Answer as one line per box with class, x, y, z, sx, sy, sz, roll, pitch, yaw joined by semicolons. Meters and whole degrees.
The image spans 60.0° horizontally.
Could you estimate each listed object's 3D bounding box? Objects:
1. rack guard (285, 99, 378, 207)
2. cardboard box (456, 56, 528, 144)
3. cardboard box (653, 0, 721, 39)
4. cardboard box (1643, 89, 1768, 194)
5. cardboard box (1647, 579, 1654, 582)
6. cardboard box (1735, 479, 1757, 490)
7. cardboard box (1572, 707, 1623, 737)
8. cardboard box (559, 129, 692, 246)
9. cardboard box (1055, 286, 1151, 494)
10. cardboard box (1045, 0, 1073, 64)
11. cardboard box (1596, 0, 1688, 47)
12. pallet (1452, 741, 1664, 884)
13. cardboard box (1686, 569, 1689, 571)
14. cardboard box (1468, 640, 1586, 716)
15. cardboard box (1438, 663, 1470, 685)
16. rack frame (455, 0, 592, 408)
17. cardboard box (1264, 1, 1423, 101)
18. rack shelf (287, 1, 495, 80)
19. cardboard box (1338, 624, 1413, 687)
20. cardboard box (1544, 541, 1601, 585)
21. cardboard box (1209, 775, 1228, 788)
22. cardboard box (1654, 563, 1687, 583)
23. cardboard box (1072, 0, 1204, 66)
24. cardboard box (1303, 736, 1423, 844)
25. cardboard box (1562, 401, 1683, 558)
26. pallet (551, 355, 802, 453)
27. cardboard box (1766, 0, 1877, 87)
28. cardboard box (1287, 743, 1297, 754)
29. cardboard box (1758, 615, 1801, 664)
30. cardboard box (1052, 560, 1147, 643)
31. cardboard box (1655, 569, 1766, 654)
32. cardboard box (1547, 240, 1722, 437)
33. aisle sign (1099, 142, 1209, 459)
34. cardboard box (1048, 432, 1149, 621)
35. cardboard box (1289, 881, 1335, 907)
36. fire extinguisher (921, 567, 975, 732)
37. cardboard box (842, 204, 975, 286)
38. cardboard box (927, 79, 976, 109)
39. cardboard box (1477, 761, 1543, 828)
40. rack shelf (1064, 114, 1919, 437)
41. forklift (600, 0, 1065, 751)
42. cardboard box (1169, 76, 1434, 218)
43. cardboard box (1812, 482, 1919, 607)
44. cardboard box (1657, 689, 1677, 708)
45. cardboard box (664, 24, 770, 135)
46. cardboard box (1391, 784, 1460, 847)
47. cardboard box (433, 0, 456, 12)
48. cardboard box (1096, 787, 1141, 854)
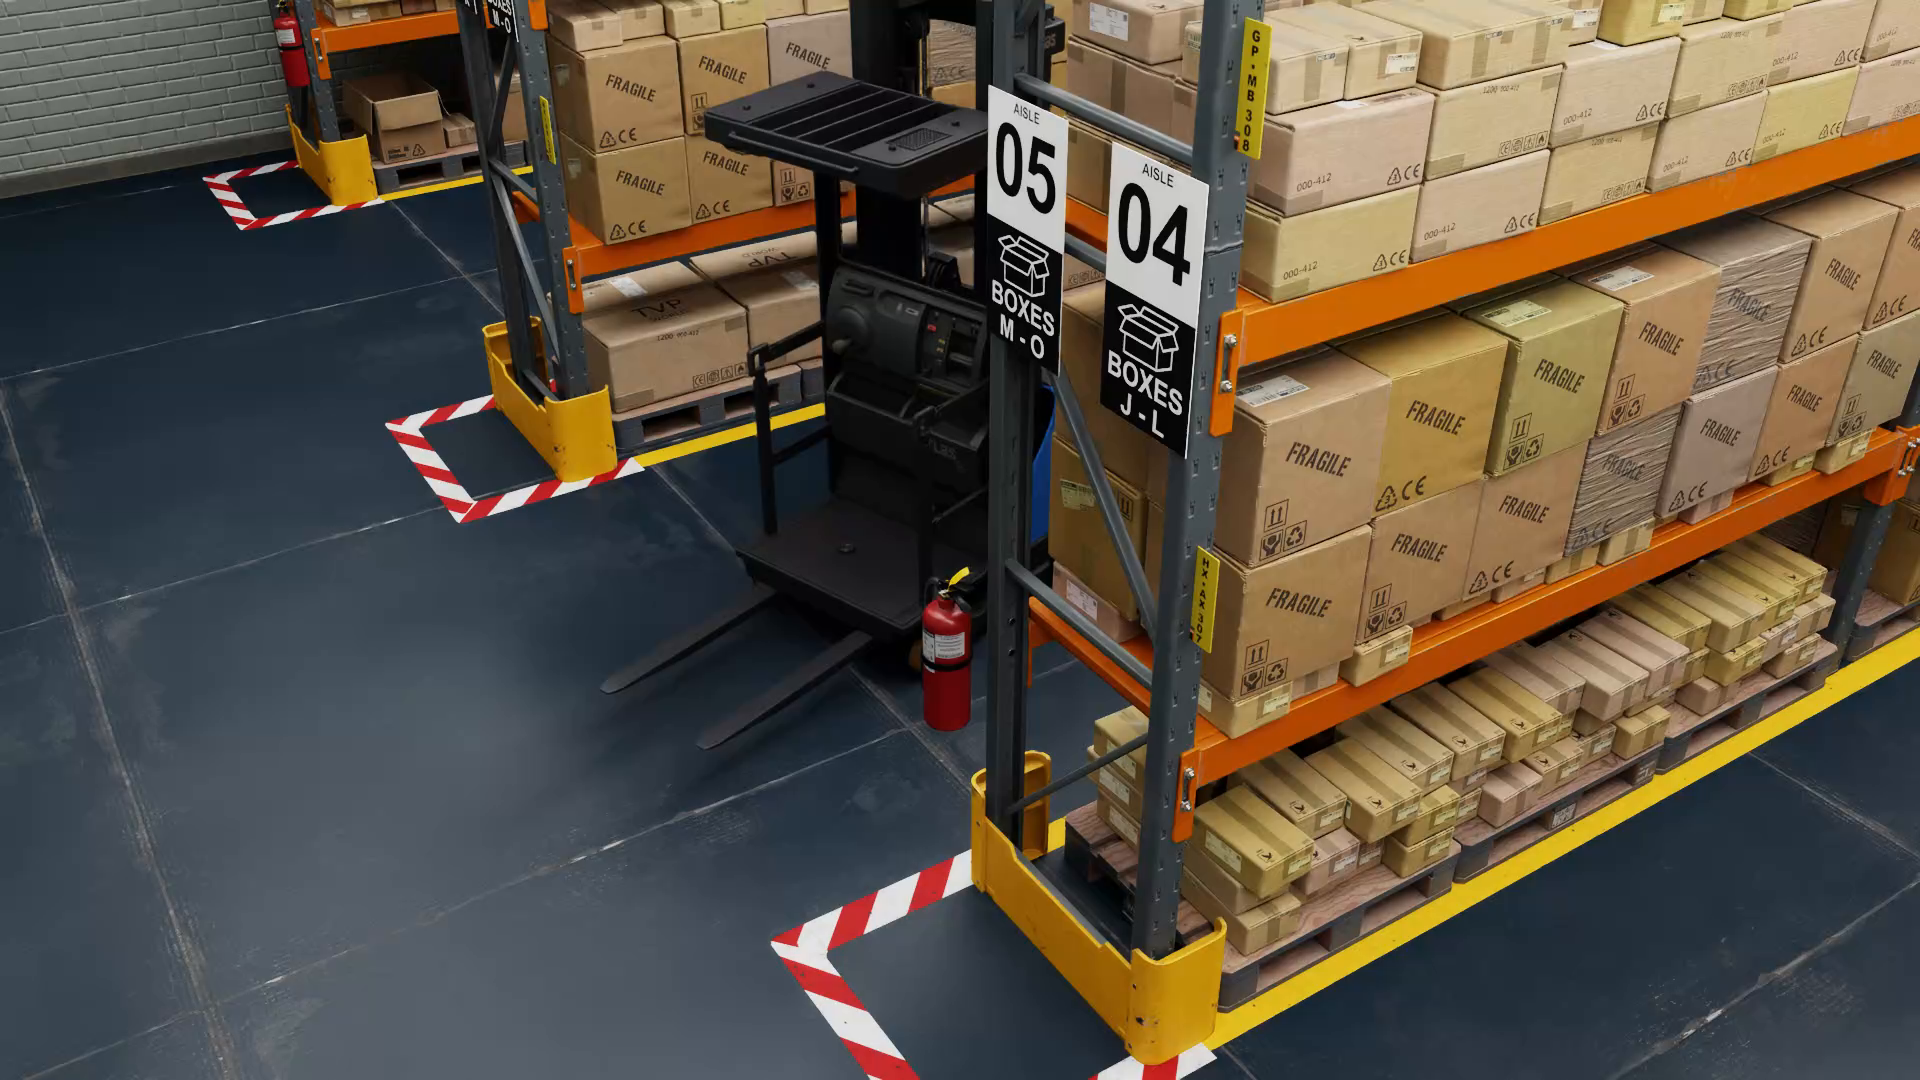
rack guard;-4.980;-3.082;13.167;0.348;0.500;1.175;-19;37;-27
cardboard box;-3.738;-3.602;13.597;0.500;0.500;0.700;-17;36;-25
cardboard box;-1.440;-2.742;8.646;0.250;0.149;0.380;-18;36;-26
cardboard box;2.242;-1.372;5.442;0.500;0.250;0.500;-19;37;-27
cardboard box;2.927;0.073;7.543;0.250;0.149;0.380;-20;37;-28
cardboard box;2.996;-0.347;6.724;0.250;0.149;0.380;-20;37;-29
cardboard box;2.545;0.626;6.945;0.250;0.149;0.380;-21;38;-29
cardboard box;-1.792;-1.945;8.928;0.500;0.500;0.500;-19;37;-28
cardboard box;0.666;-0.537;5.480;0.500;0.500;0.500;-20;37;-28
cardboard box;0.333;-3.111;9.839;0.500;0.500;0.500;-20;37;-28
cardboard box;1.940;-1.615;4.986;0.250;0.149;0.380;-18;36;-26
pallet;2.206;0.886;7.147;1.213;0.211;1.003;-19;37;-27
cardboard box;3.298;0.131;8.009;0.250;0.149;0.380;-21;38;-29
cardboard box;2.295;0.571;6.755;0.250;0.149;0.380;-19;37;-27
cardboard box;2.011;0.456;7.216;0.250;0.149;0.380;-19;37;-27
rack frame;-2.351;-1.892;8.938;0.127;3.000;1.000;-19;37;-27
cardboard box;1.035;-1.344;4.556;0.250;0.149;0.380;-17;36;-25
rack shelf;-3.362;-4.391;13.574;4.000;0.370;1.077;-19;37;-27
cardboard box;1.312;0.312;5.680;0.250;0.149;0.380;-20;37;-29
cardboard box;2.149;-0.016;6.199;0.250;0.149;0.380;-18;36;-26
cardboard box;0.966;0.761;6.453;0.250;0.149;0.380;-18;37;-26
cardboard box;3.136;0.119;7.750;0.250;0.149;0.380;-19;37;-27
cardboard box;0.536;-1.515;4.827;0.250;0.149;0.380;-19;37;-28
cardboard box;1.488;0.927;6.191;0.250;0.149;0.380;-19;37;-27
cardboard box;2.223;-0.328;6.086;0.500;0.500;0.500;-20;37;-28
pallet;-1.721;-0.979;10.105;1.213;0.211;1.003;-19;37;-27
cardboard box;2.648;-1.729;5.541;0.500;0.250;0.500;-17;36;-25
cardboard box;1.141;0.769;6.719;0.250;0.149;0.380;-21;38;-29
cardboard box;3.465;0.362;7.365;0.250;0.149;0.380;-21;38;-29
cardboard box;0.537;0.183;5.883;0.250;0.149;0.380;-19;37;-27
cardboard box;3.221;0.305;7.176;0.250;0.149;0.380;-19;37;-28
cardboard box;2.233;-0.742;5.804;0.500;0.500;0.500;-20;37;-29
aisle sign;0.517;-0.646;4.526;0.004;0.787;0.394;-19;37;-27
cardboard box;0.654;-0.115;5.749;0.500;0.500;0.500;-18;37;-26
cardboard box;1.205;1.206;6.305;0.250;0.149;0.380;-19;37;-27
fire extinguisher;-0.046;0.354;5.799;0.183;0.674;0.296;-19;37;-27
cardboard box;-0.327;-1.750;10.721;0.875;0.438;0.875;-20;37;-29
cardboard box;-0.084;-2.539;9.870;0.500;0.500;0.500;-20;37;-28
cardboard box;2.104;0.957;6.700;0.250;0.149;0.380;-21;38;-30
rack shelf;2.097;-1.244;5.774;4.000;0.370;1.077;-19;37;-27
forklift;-0.374;-0.914;7.451;1.130;2.935;3.031;23;39;32
cardboard box;0.934;-1.132;4.593;0.500;0.250;0.500;-18;37;-27
cardboard box;4.543;-0.073;8.004;0.500;0.500;0.500;-17;36;-25
cardboard box;2.895;0.601;7.265;0.250;0.149;0.380;-20;37;-28
cardboard box;-1.363;-2.521;8.904;0.500;0.500;0.500;-20;37;-29
cardboard box;1.688;0.974;6.394;0.250;0.149;0.380;-18;36;-26
cardboard box;-3.982;-4.214;12.855;0.250;0.149;0.380;-18;36;-26
cardboard box;0.745;1.081;6.504;0.250;0.149;0.380;-18;37;-26
